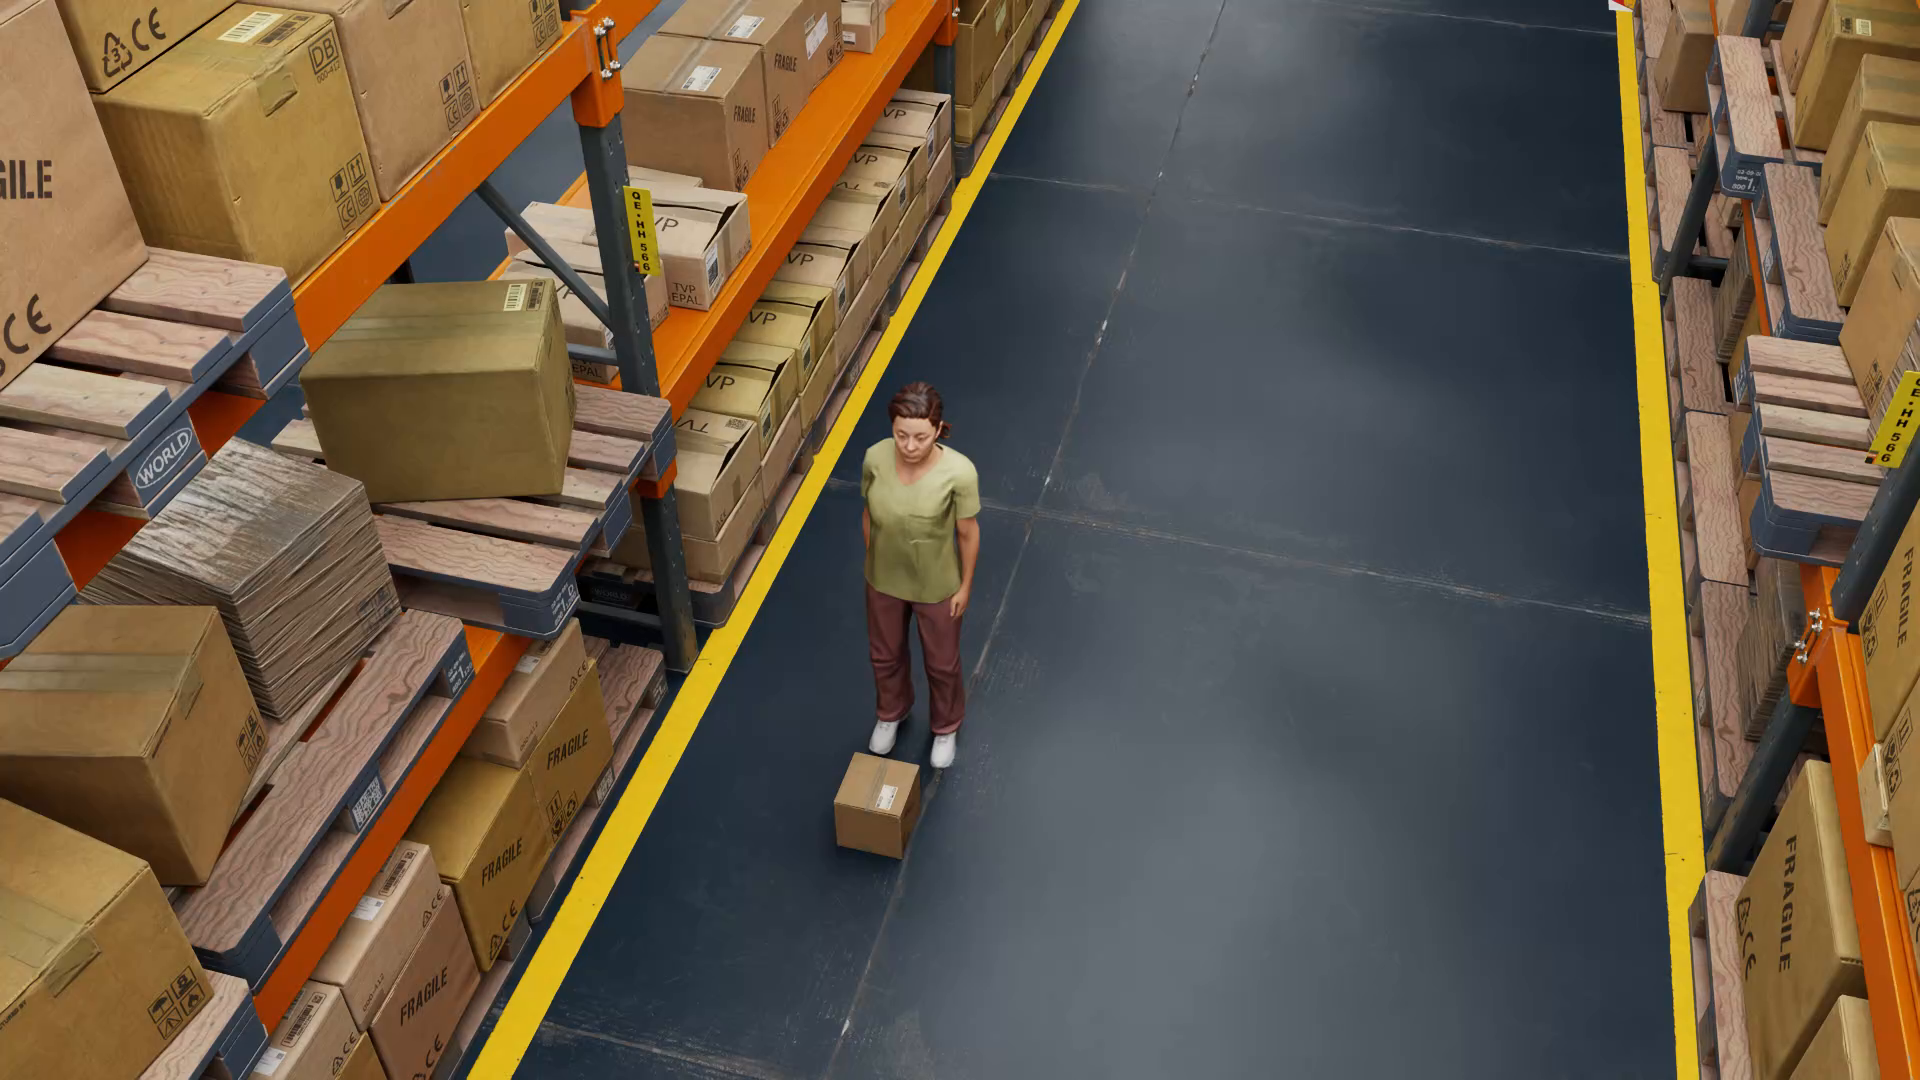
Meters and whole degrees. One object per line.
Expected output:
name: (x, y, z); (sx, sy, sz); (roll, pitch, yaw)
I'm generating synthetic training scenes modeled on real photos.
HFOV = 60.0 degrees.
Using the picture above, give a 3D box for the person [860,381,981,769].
person: (-0.149, 0.138, 6.013); (0.440, 1.676, 0.356); (12, 43, 13)
